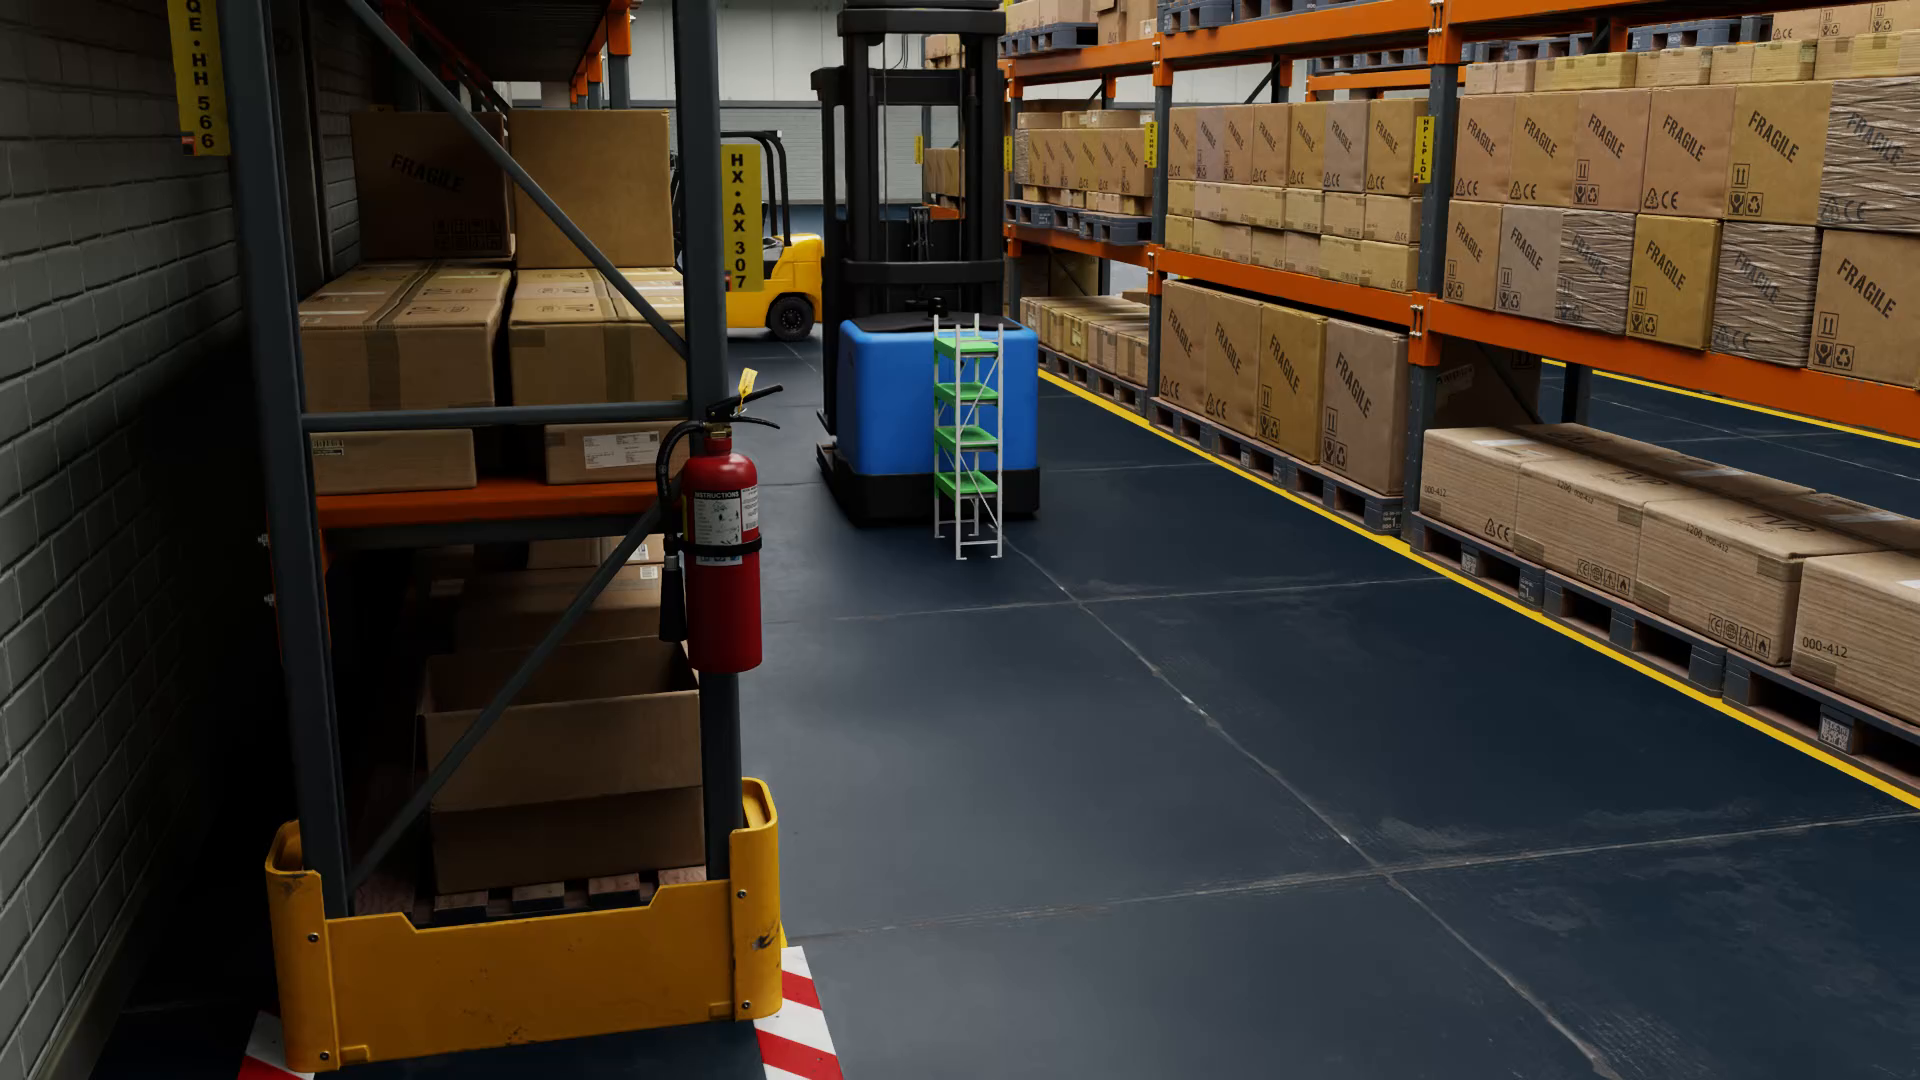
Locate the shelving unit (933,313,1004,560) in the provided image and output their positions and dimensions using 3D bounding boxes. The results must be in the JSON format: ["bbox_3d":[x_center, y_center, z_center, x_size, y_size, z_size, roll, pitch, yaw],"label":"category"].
[{"bbox_3d":[0.039,-0.545,8.628,0.258,1.200,0.503,-3,14,-13],"label":"shelving unit"}]

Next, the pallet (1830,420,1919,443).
[{"bbox_3d":[7.176,-0.877,12.072,1.003,0.211,1.213,-3,14,-13],"label":"pallet"}]

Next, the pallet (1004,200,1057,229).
[{"bbox_3d":[1.022,-3.039,15.450,1.003,0.211,1.213,-3,14,-13],"label":"pallet"}]

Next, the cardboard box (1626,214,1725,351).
[{"bbox_3d":[3.064,-1.046,6.679,0.500,0.500,0.500,-3,14,-12],"label":"cardboard box"}]

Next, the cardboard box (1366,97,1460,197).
[{"bbox_3d":[2.513,-2.094,8.862,0.500,0.500,0.500,-3,14,-11],"label":"cardboard box"}]

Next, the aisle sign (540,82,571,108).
[{"bbox_3d":[-4.510,-5.256,18.643,0.394,0.787,0.004,-3,14,-13],"label":"aisle sign"}]

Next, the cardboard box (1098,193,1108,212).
[{"bbox_3d":[1.330,-2.710,13.344,0.380,0.149,0.250,-4,14,-16],"label":"cardboard box"}]

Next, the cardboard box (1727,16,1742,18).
[{"bbox_3d":[6.356,-4.415,13.755,0.380,0.166,0.250,-3,14,-13],"label":"cardboard box"}]

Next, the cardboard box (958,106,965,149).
[{"bbox_3d":[0.376,-4.812,19.360,0.700,0.500,0.500,-4,14,-15],"label":"cardboard box"}]

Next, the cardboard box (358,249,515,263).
[{"bbox_3d":[-1.864,-0.901,5.985,0.500,0.250,0.500,-3,14,-12],"label":"cardboard box"}]

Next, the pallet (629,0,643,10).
[{"bbox_3d":[-2.293,-2.953,8.768,1.213,0.211,1.003,-3,14,-13],"label":"pallet"}]

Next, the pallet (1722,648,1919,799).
[{"bbox_3d":[3.538,0.626,5.919,1.003,0.211,1.213,-3,14,-13],"label":"pallet"}]

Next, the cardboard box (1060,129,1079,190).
[{"bbox_3d":[1.167,-3.241,14.151,0.500,0.500,0.500,-4,14,-15],"label":"cardboard box"}]

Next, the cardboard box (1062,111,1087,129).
[{"bbox_3d":[1.106,-3.656,14.481,0.380,0.149,0.250,-2,14,-10],"label":"cardboard box"}]

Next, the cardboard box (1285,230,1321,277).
[{"bbox_3d":[2.294,-1.723,9.973,0.500,0.250,0.500,-4,14,-15],"label":"cardboard box"}]

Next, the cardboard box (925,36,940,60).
[{"bbox_3d":[-0.097,-5.637,19.050,0.500,0.250,0.500,-4,14,-14],"label":"cardboard box"}]

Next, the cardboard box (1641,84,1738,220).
[{"bbox_3d":[3.077,-1.530,6.551,0.500,0.500,0.500,-3,14,-14],"label":"cardboard box"}]

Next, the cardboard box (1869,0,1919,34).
[{"bbox_3d":[6.833,-3.822,11.720,0.500,0.500,0.500,-3,14,-13],"label":"cardboard box"}]

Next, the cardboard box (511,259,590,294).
[{"bbox_3d":[-1.248,-0.812,5.619,0.500,0.250,0.500,-4,14,-15],"label":"cardboard box"}]

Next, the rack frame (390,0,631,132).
[{"bbox_3d":[-1.962,-1.193,7.492,1.000,3.000,0.127,-3,14,-13],"label":"rack frame"}]

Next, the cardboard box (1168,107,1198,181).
[{"bbox_3d":[1.801,-2.801,11.753,0.500,0.500,0.500,-4,14,-15],"label":"cardboard box"}]

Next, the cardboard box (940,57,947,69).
[{"bbox_3d":[-0.016,-5.361,18.760,0.380,0.149,0.250,-3,14,-12],"label":"cardboard box"}]

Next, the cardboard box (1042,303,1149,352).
[{"bbox_3d":[1.281,-1.957,15.271,0.950,0.372,0.625,-2,14,-10],"label":"cardboard box"}]

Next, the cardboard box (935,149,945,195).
[{"bbox_3d":[0.011,-4.188,18.913,0.500,0.500,0.500,-3,14,-11],"label":"cardboard box"}]

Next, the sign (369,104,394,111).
[{"bbox_3d":[-2.500,-1.724,7.224,0.100,0.325,0.005,-3,14,-13],"label":"sign"}]

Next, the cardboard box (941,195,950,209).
[{"bbox_3d":[-0.006,-3.843,18.866,0.380,0.149,0.250,-3,14,-12],"label":"cardboard box"}]

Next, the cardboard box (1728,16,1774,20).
[{"bbox_3d":[6.755,-4.539,13.956,0.500,0.311,0.500,-3,14,-13],"label":"cardboard box"}]

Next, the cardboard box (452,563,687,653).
[{"bbox_3d":[-1.237,0.394,5.377,0.700,0.500,0.500,-3,14,-11],"label":"cardboard box"}]

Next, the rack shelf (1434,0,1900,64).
[{"bbox_3d":[3.332,-2.117,6.468,1.077,0.370,4.000,-3,14,-13],"label":"rack shelf"}]

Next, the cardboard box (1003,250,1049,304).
[{"bbox_3d":[0.584,-2.671,16.867,0.500,0.500,0.500,-3,14,-14],"label":"cardboard box"}]

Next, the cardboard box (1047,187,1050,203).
[{"bbox_3d":[0.997,-3.134,15.080,0.380,0.149,0.250,-2,14,-10],"label":"cardboard box"}]

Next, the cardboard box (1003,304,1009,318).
[{"bbox_3d":[0.583,-2.306,16.955,0.500,0.250,0.500,-3,14,-11],"label":"cardboard box"}]

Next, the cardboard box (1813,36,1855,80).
[{"bbox_3d":[3.286,-1.706,5.905,0.380,0.149,0.250,-3,14,-14],"label":"cardboard box"}]

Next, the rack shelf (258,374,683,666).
[{"bbox_3d":[-1.492,-0.383,5.689,1.077,0.370,4.000,-3,14,-13],"label":"rack shelf"}]

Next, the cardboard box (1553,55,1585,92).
[{"bbox_3d":[2.860,-2.057,7.344,0.380,0.149,0.250,-3,14,-14],"label":"cardboard box"}]

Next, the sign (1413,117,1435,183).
[{"bbox_3d":[2.337,-1.962,8.367,0.100,0.325,0.005,-3,14,-13],"label":"sign"}]

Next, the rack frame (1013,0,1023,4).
[{"bbox_3d":[0.984,-6.231,15.470,1.000,3.000,0.127,-3,14,-13],"label":"rack frame"}]

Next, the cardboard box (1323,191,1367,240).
[{"bbox_3d":[2.398,-1.844,9.417,0.500,0.250,0.500,-3,14,-12],"label":"cardboard box"}]

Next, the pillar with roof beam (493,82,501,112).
[{"bbox_3d":[-5.535,-11.058,35.226,9.100,9.000,0.400,-3,14,-13],"label":"pillar with roof beam"}]

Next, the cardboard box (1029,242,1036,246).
[{"bbox_3d":[0.948,-3.228,17.781,0.380,0.149,0.250,-2,14,-10],"label":"cardboard box"}]

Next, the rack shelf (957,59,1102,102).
[{"bbox_3d":[0.514,-4.886,17.800,1.077,0.370,4.000,-3,14,-13],"label":"rack shelf"}]

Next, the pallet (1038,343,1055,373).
[{"bbox_3d":[1.168,-1.782,15.778,1.003,0.211,1.213,-3,14,-13],"label":"pallet"}]

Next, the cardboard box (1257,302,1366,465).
[{"bbox_3d":[2.419,-0.989,10.248,0.875,0.875,0.875,-3,14,-12],"label":"cardboard box"}]

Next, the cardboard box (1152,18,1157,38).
[{"bbox_3d":[1.645,-3.790,12.328,0.380,0.149,0.250,-3,14,-13],"label":"cardboard box"}]

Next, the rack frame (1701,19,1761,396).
[{"bbox_3d":[6.711,-2.693,13.629,1.000,3.000,0.127,-3,14,-13],"label":"rack frame"}]

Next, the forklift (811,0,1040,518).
[{"bbox_3d":[-0.322,-1.846,10.306,1.130,2.935,3.031,-2,14,-10],"label":"forklift"}]

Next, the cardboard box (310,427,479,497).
[{"bbox_3d":[-1.361,-0.210,3.996,0.380,0.149,0.250,-3,14,-14],"label":"cardboard box"}]

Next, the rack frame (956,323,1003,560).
[{"bbox_3d":[0.096,-0.488,8.398,0.240,1.200,0.015,-3,14,-13],"label":"rack frame"}]
